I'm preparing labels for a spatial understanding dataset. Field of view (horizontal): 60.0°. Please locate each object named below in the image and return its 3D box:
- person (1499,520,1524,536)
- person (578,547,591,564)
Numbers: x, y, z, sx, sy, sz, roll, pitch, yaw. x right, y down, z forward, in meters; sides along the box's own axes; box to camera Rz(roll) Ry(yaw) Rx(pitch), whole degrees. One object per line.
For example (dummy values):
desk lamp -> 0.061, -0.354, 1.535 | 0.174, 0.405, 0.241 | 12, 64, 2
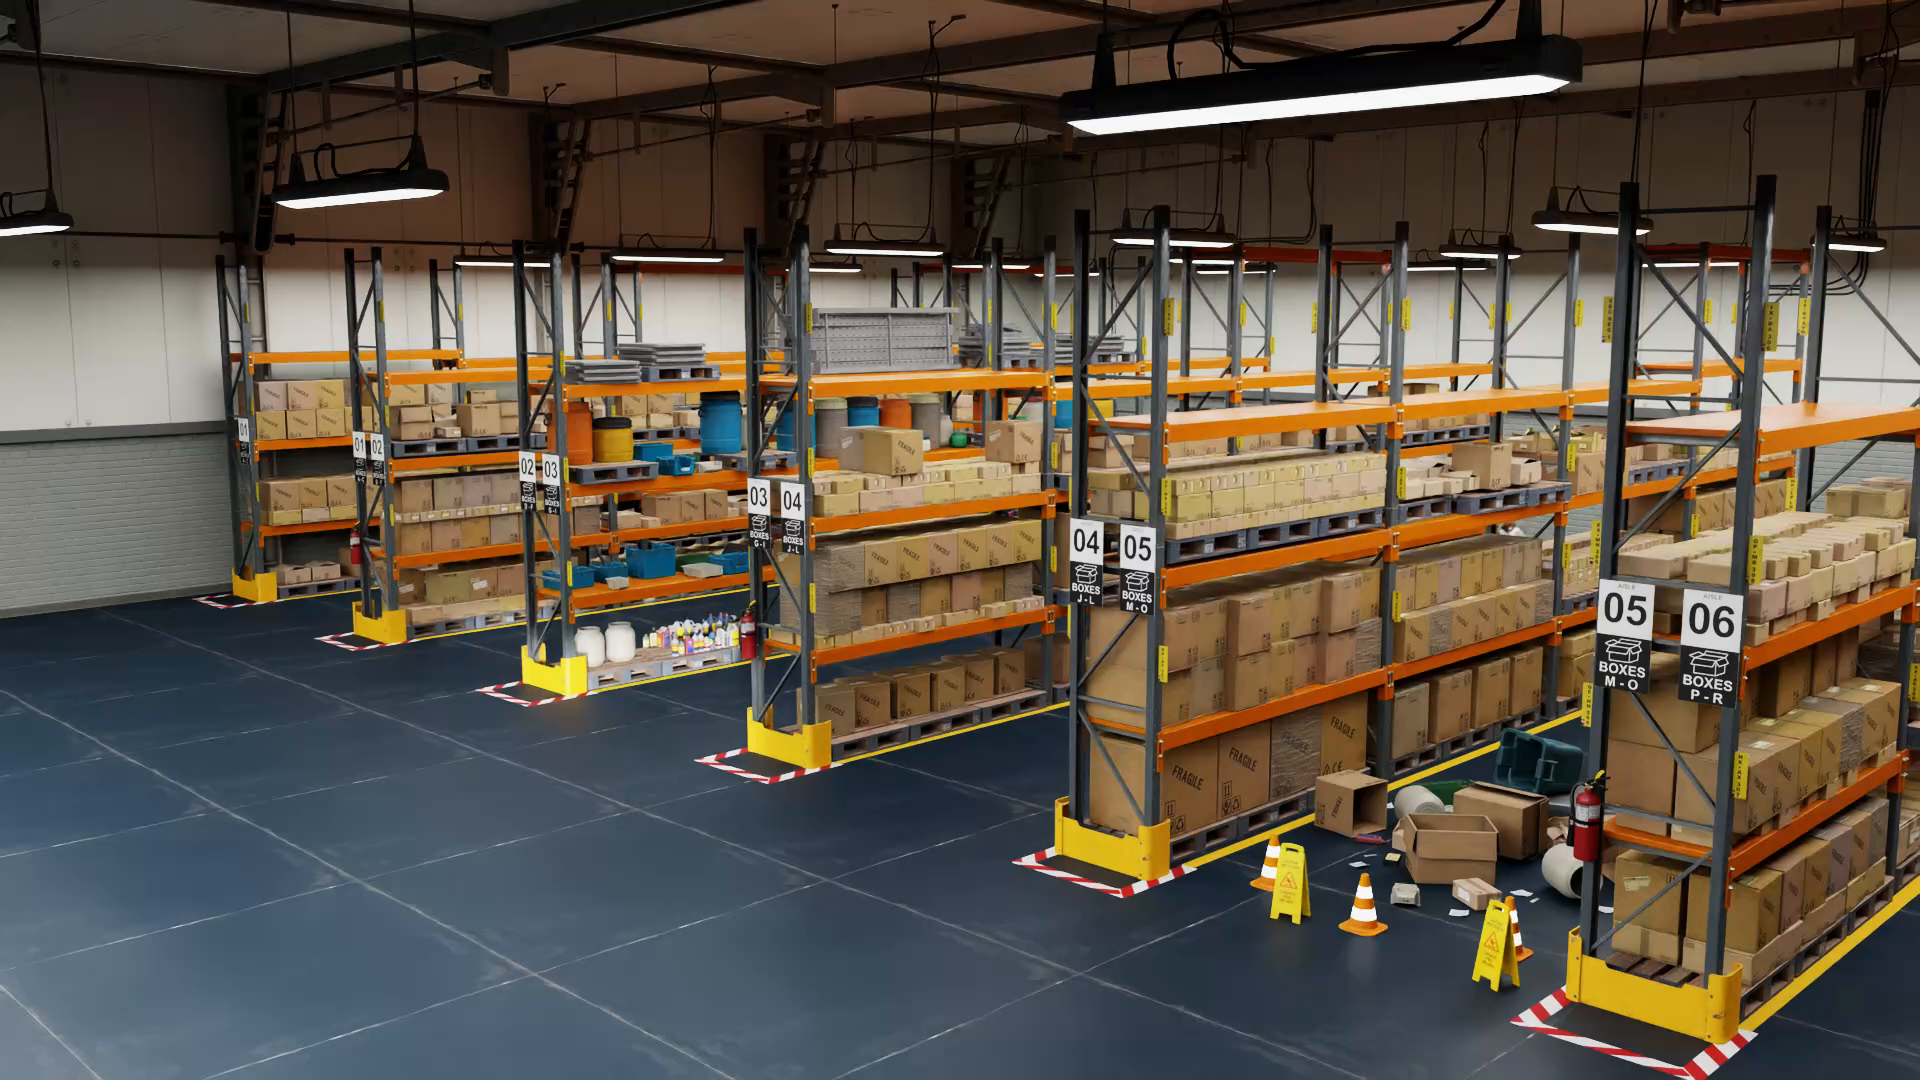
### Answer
person -> 9.201, 0.354, 27.906 | 1.074, 1.716, 0.552 | -8, 11, -44
person -> -7.361, -0.166, 31.876 | 0.551, 1.662, 0.715 | 3, 8, 18
